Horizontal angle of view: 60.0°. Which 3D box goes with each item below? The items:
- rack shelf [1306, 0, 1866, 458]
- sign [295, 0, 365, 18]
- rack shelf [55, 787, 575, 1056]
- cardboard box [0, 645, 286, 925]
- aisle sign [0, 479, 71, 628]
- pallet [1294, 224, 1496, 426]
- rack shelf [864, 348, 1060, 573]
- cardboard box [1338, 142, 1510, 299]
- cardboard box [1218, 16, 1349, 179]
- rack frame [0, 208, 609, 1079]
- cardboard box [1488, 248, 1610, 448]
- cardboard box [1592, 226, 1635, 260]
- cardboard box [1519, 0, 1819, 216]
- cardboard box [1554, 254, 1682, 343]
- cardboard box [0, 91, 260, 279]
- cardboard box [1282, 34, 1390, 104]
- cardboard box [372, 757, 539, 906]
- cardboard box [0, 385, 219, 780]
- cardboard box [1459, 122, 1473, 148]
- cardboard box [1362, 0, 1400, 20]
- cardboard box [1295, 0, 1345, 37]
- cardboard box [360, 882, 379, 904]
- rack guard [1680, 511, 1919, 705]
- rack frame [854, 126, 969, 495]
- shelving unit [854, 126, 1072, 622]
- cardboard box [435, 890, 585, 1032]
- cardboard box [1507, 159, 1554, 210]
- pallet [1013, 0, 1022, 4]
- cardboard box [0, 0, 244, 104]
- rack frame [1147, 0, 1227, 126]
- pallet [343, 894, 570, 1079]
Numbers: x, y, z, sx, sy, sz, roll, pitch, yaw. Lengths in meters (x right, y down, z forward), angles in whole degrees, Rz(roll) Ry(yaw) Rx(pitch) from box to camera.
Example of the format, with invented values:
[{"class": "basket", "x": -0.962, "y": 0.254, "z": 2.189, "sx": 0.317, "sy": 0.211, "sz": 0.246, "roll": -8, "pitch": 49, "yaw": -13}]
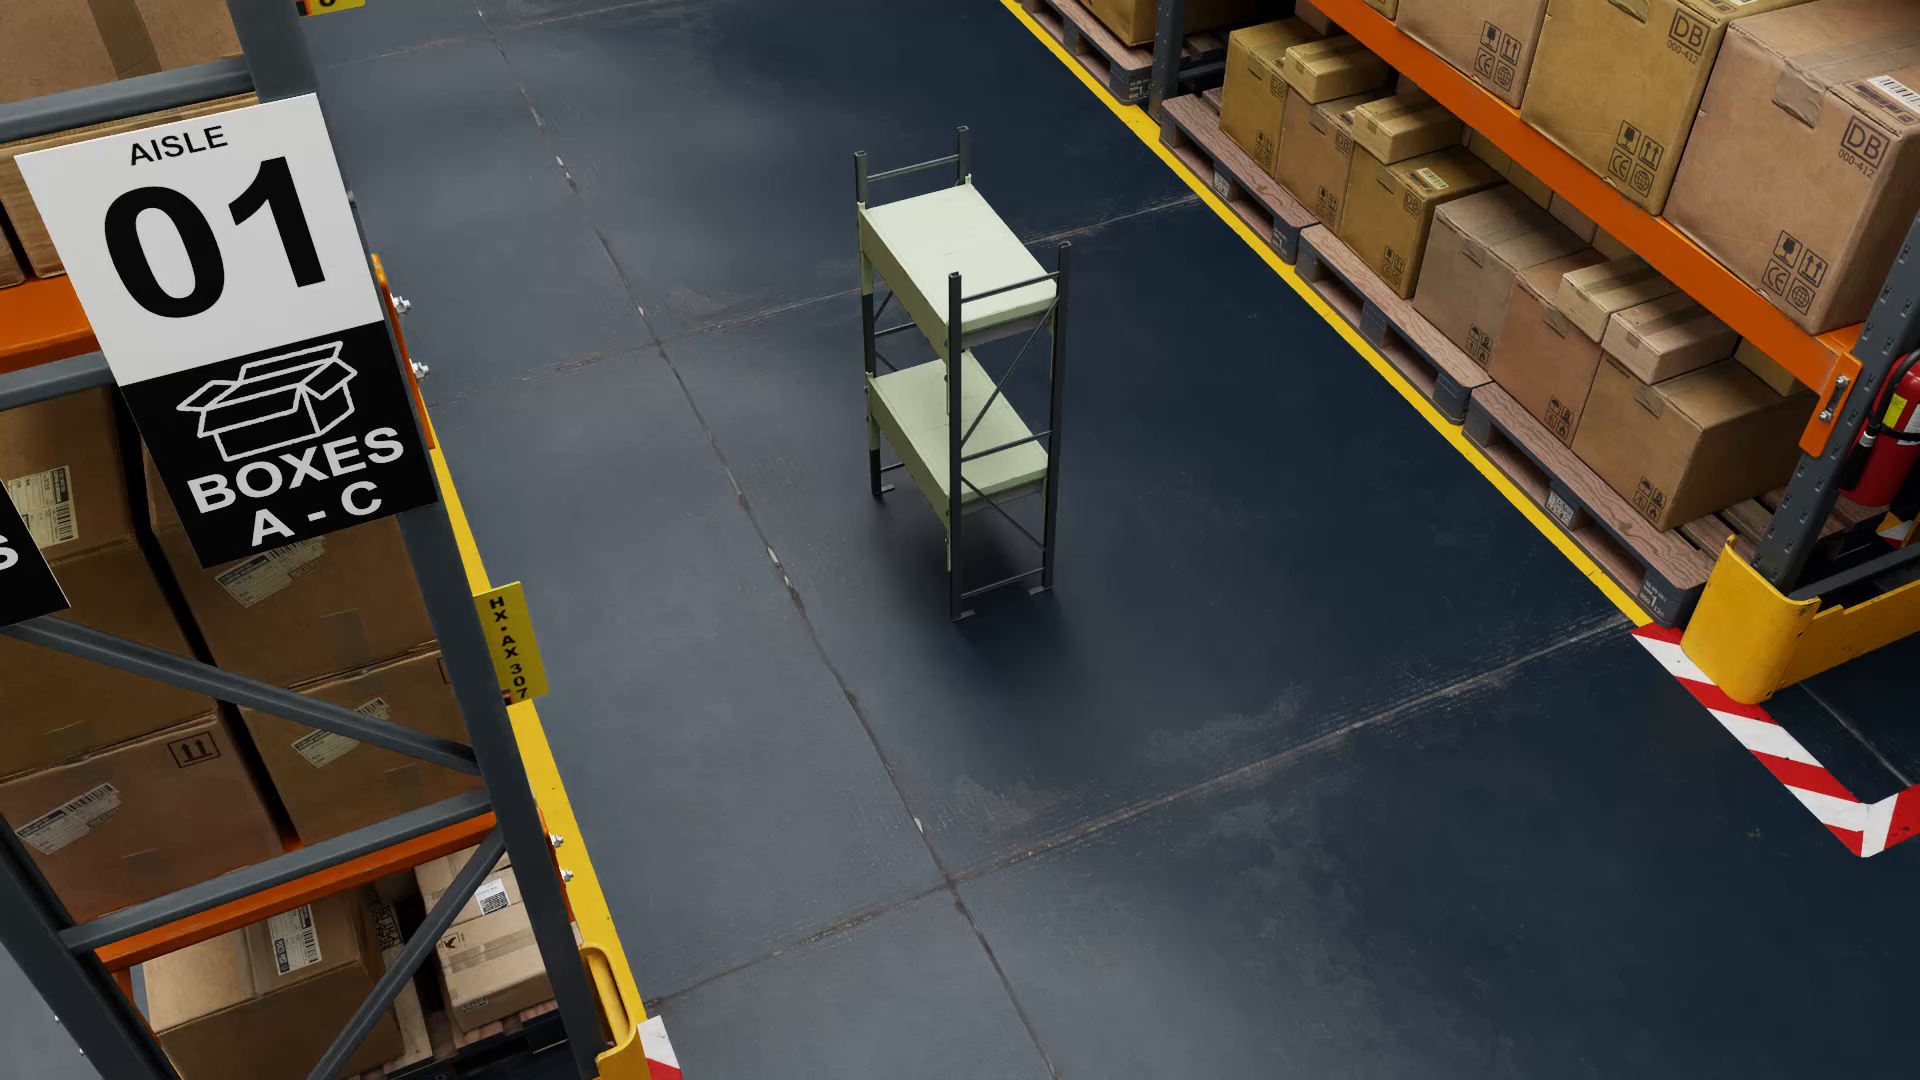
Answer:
[{"class": "rack shelf", "x": 2.272, "y": -1.805, "z": 6.456, "sx": 1.077, "sy": 0.370, "sz": 4.000, "roll": -18, "pitch": 47, "yaw": -17}, {"class": "sign", "x": -0.888, "y": -0.861, "z": 2.229, "sx": 0.100, "sy": 0.325, "sz": 0.005, "roll": -18, "pitch": 47, "yaw": -17}, {"class": "rack shelf", "x": -2.221, "y": -0.340, "z": 4.971, "sx": 1.077, "sy": 0.370, "sz": 4.000, "roll": -18, "pitch": 47, "yaw": -17}, {"class": "cardboard box", "x": -1.816, "y": 0.438, "z": 3.599, "sx": 0.500, "sy": 0.500, "sz": 0.500, "roll": -17, "pitch": 47, "yaw": -16}, {"class": "aisle sign", "x": -1.630, "y": -0.113, "z": 2.378, "sx": 0.394, "sy": 0.787, "sz": 0.004, "roll": -18, "pitch": 47, "yaw": -17}, {"class": "pallet", "x": 2.196, "y": -1.057, "z": 7.171, "sx": 1.003, "sy": 0.211, "sz": 1.213, "roll": -18, "pitch": 47, "yaw": -17}, {"class": "rack shelf", "x": -0.003, "y": -0.306, "z": 5.957, "sx": 0.431, "sy": 0.370, "sz": 0.720, "roll": -18, "pitch": 47, "yaw": -17}, {"class": "cardboard box", "x": 2.074, "y": -1.440, "z": 7.054, "sx": 0.700, "sy": 0.500, "sz": 0.500, "roll": -17, "pitch": 47, "yaw": -16}, {"class": "cardboard box", "x": 1.652, "y": -2.089, "z": 7.712, "sx": 0.700, "sy": 0.500, "sz": 0.500, "roll": -17, "pitch": 47, "yaw": -17}, {"class": "rack frame", "x": -1.380, "y": 0.679, "z": 3.427, "sx": 1.000, "sy": 3.000, "sz": 0.127, "roll": -18, "pitch": 47, "yaw": -17}, {"class": "cardboard box", "x": 2.517, "y": -0.782, "z": 6.387, "sx": 0.700, "sy": 0.500, "sz": 0.500, "roll": -18, "pitch": 47, "yaw": -18}, {"class": "cardboard box", "x": 2.643, "y": -1.155, "z": 6.304, "sx": 0.380, "sy": 0.149, "sz": 0.250, "roll": -18, "pitch": 47, "yaw": -17}, {"class": "cardboard box", "x": 2.573, "y": -1.676, "z": 5.599, "sx": 0.980, "sy": 0.700, "sz": 0.700, "roll": -18, "pitch": 48, "yaw": -18}, {"class": "cardboard box", "x": 2.400, "y": -0.884, "z": 6.030, "sx": 0.380, "sy": 0.149, "sz": 0.250, "roll": -17, "pitch": 47, "yaw": -16}, {"class": "cardboard box", "x": -1.366, "y": -0.738, "z": 2.834, "sx": 0.500, "sy": 0.250, "sz": 0.500, "roll": -18, "pitch": 47, "yaw": -17}, {"class": "cardboard box", "x": 1.631, "y": -2.047, "z": 7.208, "sx": 0.380, "sy": 0.149, "sz": 0.250, "roll": -17, "pitch": 47, "yaw": -16}, {"class": "cardboard box", "x": -1.562, "y": 0.752, "z": 4.997, "sx": 0.500, "sy": 0.250, "sz": 0.500, "roll": -18, "pitch": 47, "yaw": -17}, {"class": "cardboard box", "x": -1.817, "y": 0.085, "z": 3.245, "sx": 0.500, "sy": 0.500, "sz": 0.500, "roll": -18, "pitch": 48, "yaw": -18}, {"class": "cardboard box", "x": 2.211, "y": -1.806, "z": 6.964, "sx": 0.380, "sy": 0.149, "sz": 0.250, "roll": -18, "pitch": 47, "yaw": -17}, {"class": "cardboard box", "x": 1.946, "y": -2.625, "z": 6.561, "sx": 0.980, "sy": 0.700, "sz": 0.700, "roll": -19, "pitch": 48, "yaw": -18}, {"class": "cardboard box", "x": 1.771, "y": -2.470, "z": 7.637, "sx": 0.380, "sy": 0.149, "sz": 0.250, "roll": -18, "pitch": 47, "yaw": -18}, {"class": "cardboard box", "x": -1.921, "y": 0.972, "z": 4.833, "sx": 0.380, "sy": 0.166, "sz": 0.250, "roll": -18, "pitch": 47, "yaw": -17}, {"class": "rack guard", "x": 3.123, "y": 0.118, "z": 5.774, "sx": 1.175, "sy": 0.500, "sz": 0.348, "roll": -18, "pitch": 47, "yaw": -17}, {"class": "rack frame", "x": -0.157, "y": -0.771, "z": 5.964, "sx": 0.400, "sy": 1.500, "sz": 0.023, "roll": -18, "pitch": 47, "yaw": -17}, {"class": "shelving unit", "x": -0.003, "y": -0.538, "z": 5.728, "sx": 0.431, "sy": 1.500, "sz": 0.755, "roll": -18, "pitch": 47, "yaw": -17}, {"class": "cardboard box", "x": -1.245, "y": 1.169, "z": 4.647, "sx": 0.380, "sy": 0.149, "sz": 0.250, "roll": -18, "pitch": 47, "yaw": -17}, {"class": "cardboard box", "x": 2.427, "y": -1.481, "z": 6.634, "sx": 0.380, "sy": 0.149, "sz": 0.250, "roll": -18, "pitch": 47, "yaw": -17}, {"class": "pallet", "x": 0.521, "y": -3.591, "z": 9.739, "sx": 1.003, "sy": 0.211, "sz": 1.213, "roll": -18, "pitch": 47, "yaw": -17}, {"class": "cardboard box", "x": -1.360, "y": -0.918, "z": 2.660, "sx": 0.500, "sy": 0.250, "sz": 0.500, "roll": -18, "pitch": 47, "yaw": -17}, {"class": "rack frame", "x": 1.431, "y": -3.336, "z": 7.495, "sx": 1.000, "sy": 3.000, "sz": 0.127, "roll": -18, "pitch": 47, "yaw": -17}, {"class": "pallet", "x": -1.748, "y": 1.115, "z": 4.970, "sx": 1.003, "sy": 0.211, "sz": 1.213, "roll": -18, "pitch": 47, "yaw": -17}]
